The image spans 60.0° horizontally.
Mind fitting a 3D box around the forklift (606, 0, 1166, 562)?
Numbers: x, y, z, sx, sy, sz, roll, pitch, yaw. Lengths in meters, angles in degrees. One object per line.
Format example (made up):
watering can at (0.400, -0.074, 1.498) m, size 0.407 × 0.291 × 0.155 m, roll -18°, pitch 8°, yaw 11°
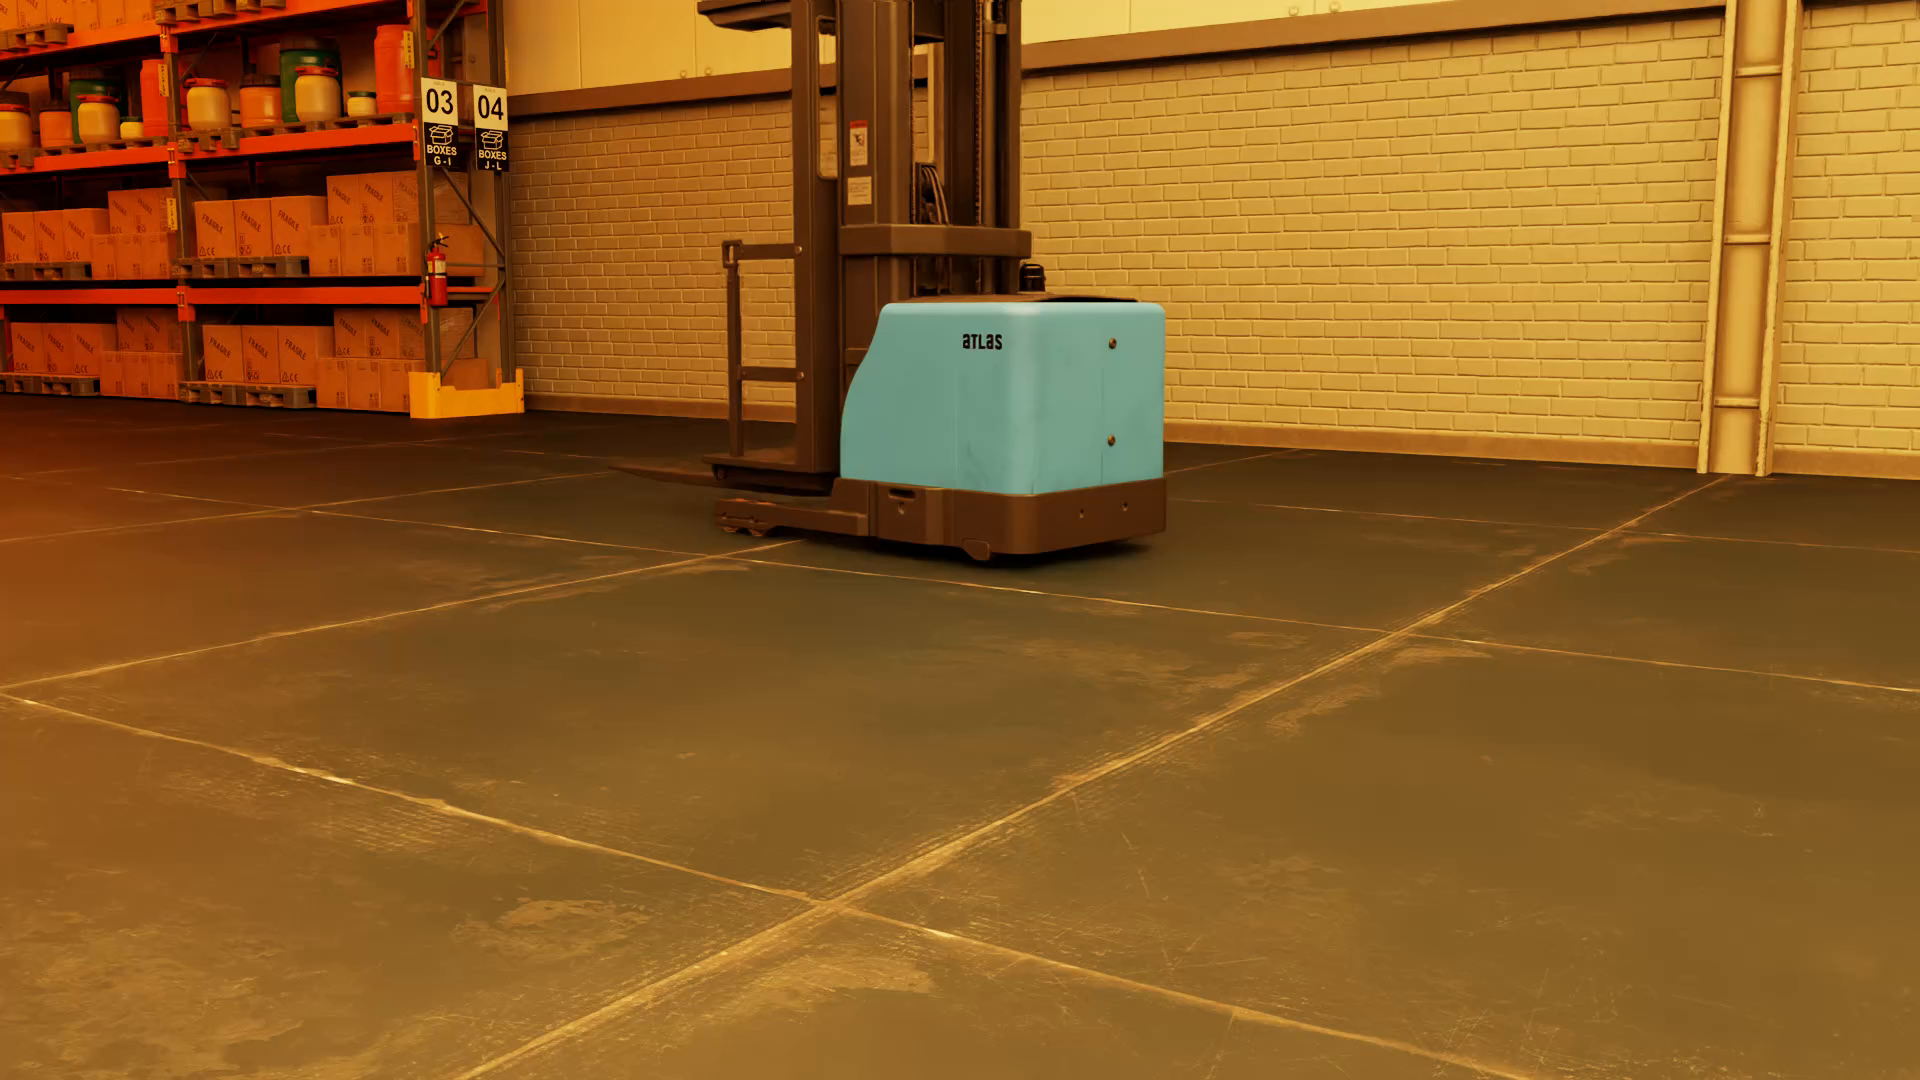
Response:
forklift at (-0.520, -1.512, 7.827) m, size 3.031 × 2.935 × 1.130 m, roll 7°, pitch 11°, yaw 42°
